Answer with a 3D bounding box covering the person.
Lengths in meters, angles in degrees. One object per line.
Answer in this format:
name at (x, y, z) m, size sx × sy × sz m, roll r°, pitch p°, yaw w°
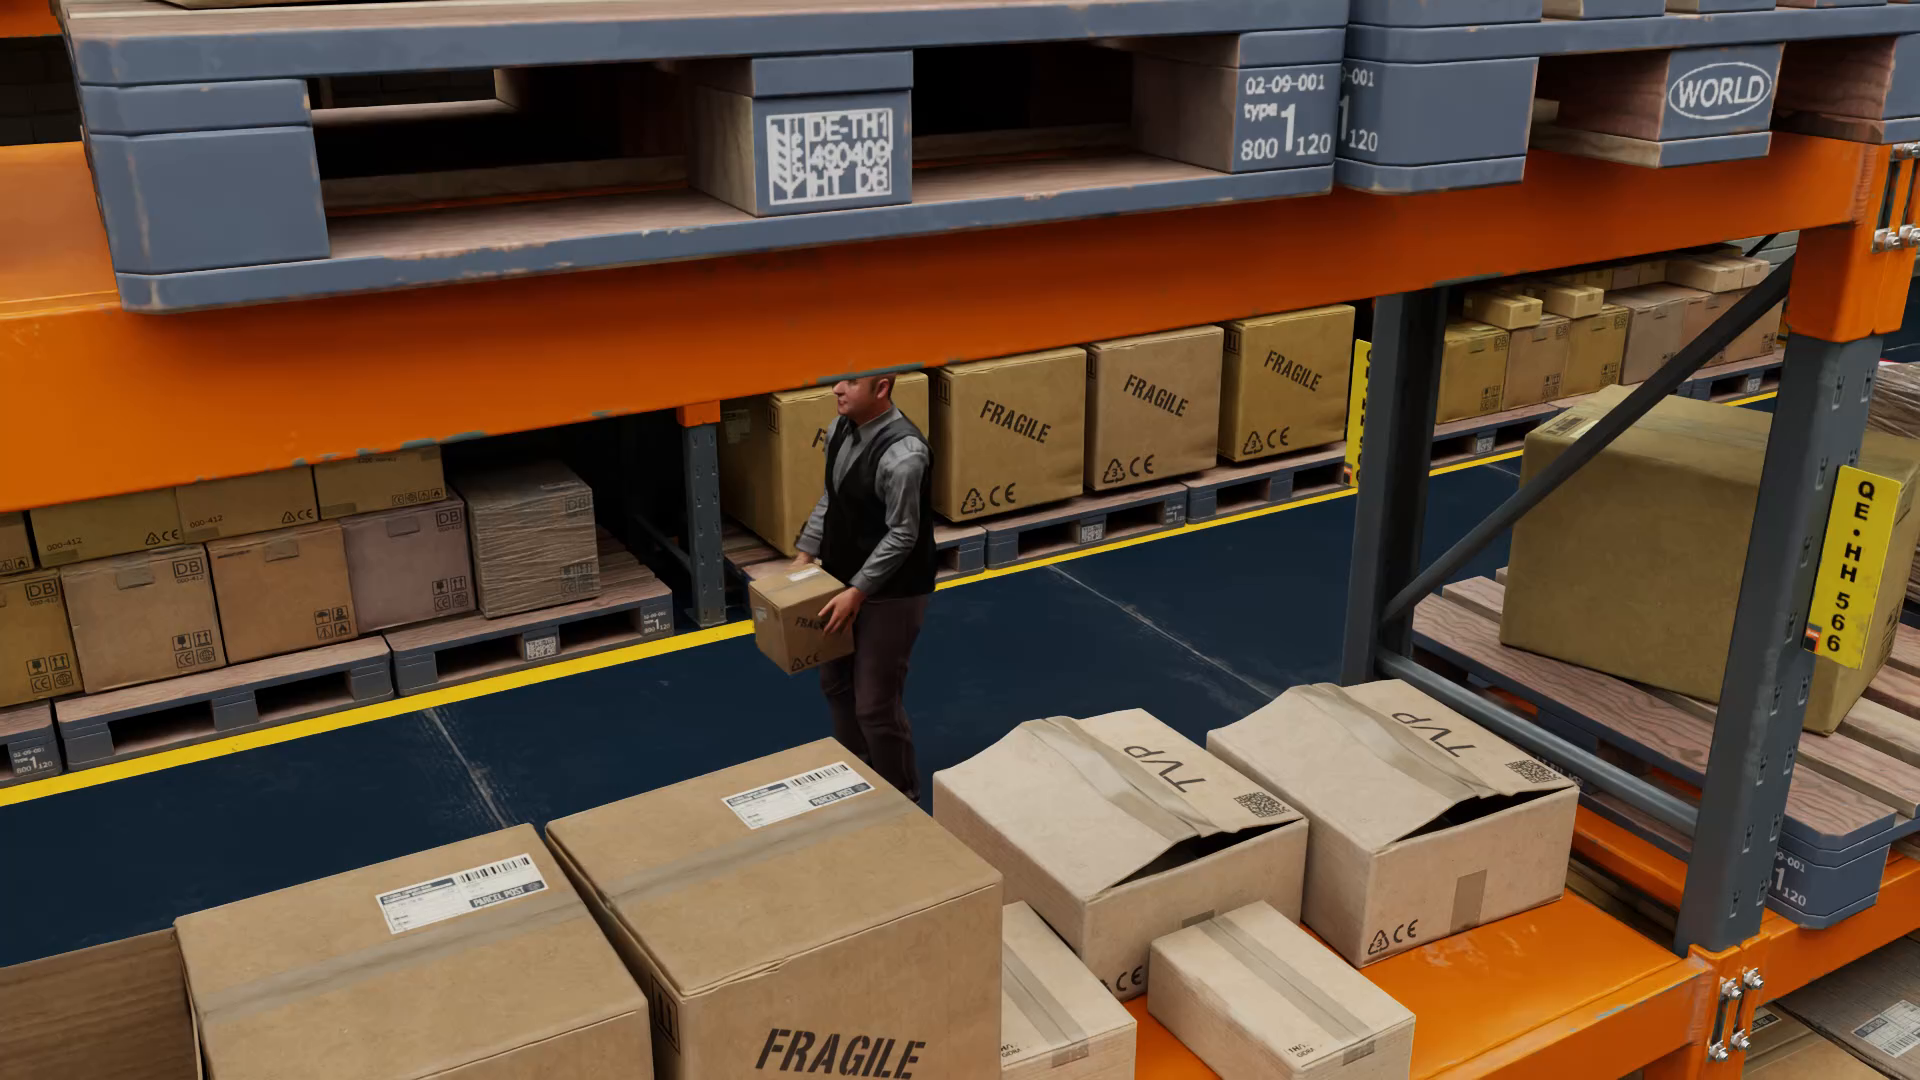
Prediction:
person at (-0.329, 0.174, 5.671) m, size 0.482 × 1.728 × 0.544 m, roll -13°, pitch 25°, yaw -29°
